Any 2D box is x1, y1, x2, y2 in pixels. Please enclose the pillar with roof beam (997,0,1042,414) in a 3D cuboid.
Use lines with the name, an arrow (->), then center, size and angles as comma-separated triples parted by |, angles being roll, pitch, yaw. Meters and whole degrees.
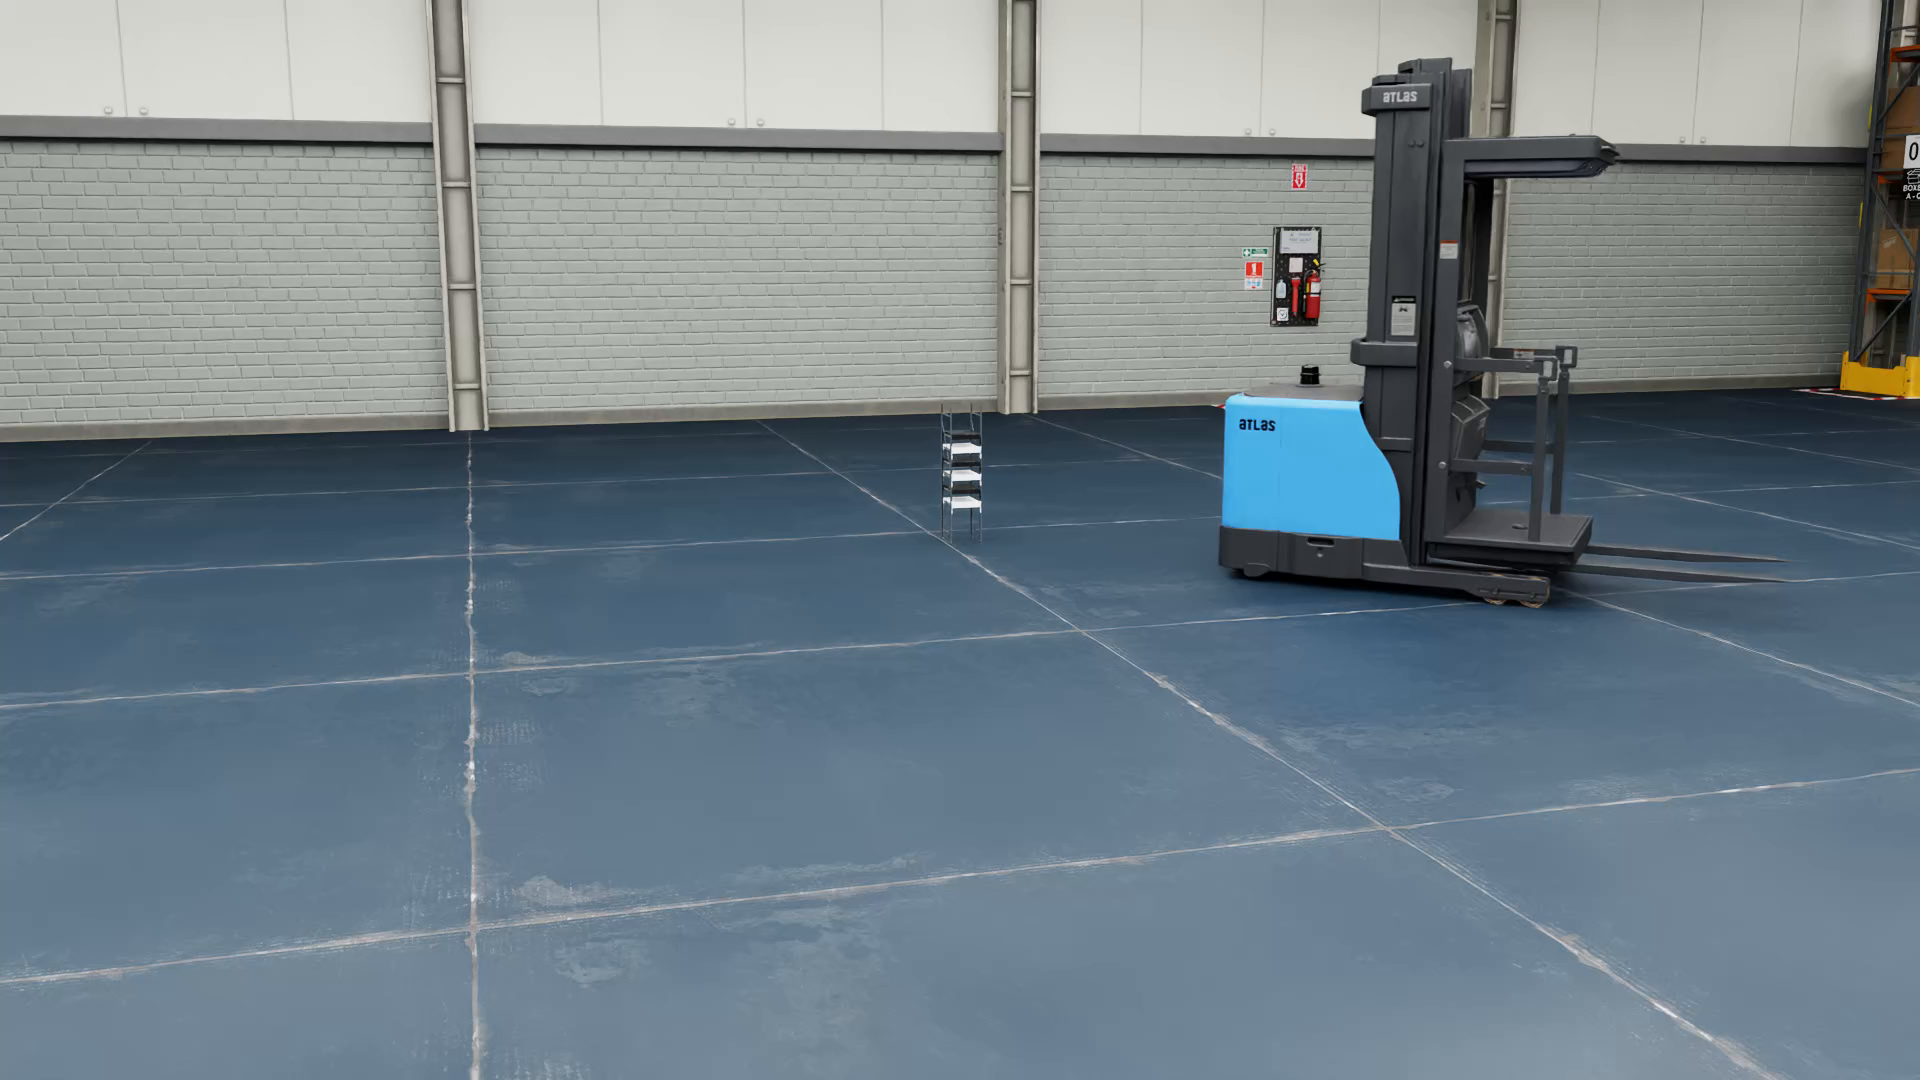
pillar with roof beam -> 1.857, -5.134, 14.081 | 0.400, 9.000, 9.100 | -3, 11, -16

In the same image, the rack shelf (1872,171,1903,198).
rack shelf -> 13.665, -4.576, 21.322 | 4.000, 0.370, 1.077 | -3, 11, -16

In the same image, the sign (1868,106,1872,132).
sign -> 11.609, -5.362, 21.156 | 0.005, 0.325, 0.100 | -3, 11, -16

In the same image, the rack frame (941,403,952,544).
rack frame -> -0.090, -0.438, 10.939 | 0.006, 0.900, 0.240 | -3, 11, -16

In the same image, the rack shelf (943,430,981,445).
rack shelf -> 0.008, -0.676, 10.924 | 0.200, 0.077, 0.258 | -3, 11, -16

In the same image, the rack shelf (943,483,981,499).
rack shelf -> 0.008, -0.322, 10.990 | 0.200, 0.077, 0.258 | -3, 11, -16

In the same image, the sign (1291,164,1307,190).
sign -> 3.996, -4.274, 19.577 | 0.199, 0.298, 0.001 | -3, 11, -16

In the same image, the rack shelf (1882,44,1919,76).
rack shelf -> 13.665, -6.050, 21.051 | 4.000, 0.370, 1.077 | -3, 11, -16

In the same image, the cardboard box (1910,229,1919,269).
cardboard box -> 12.287, -3.630, 20.770 | 0.500, 0.500, 0.500 | -3, 11, -16

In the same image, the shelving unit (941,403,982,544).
shelving unit -> 0.008, -0.443, 10.967 | 0.210, 0.900, 0.258 | -3, 11, -16

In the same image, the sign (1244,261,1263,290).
sign -> 3.471, -3.125, 19.637 | 0.234, 0.329, 0.001 | -3, 11, -16

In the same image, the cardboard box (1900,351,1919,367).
cardboard box -> 12.435, -2.267, 21.287 | 0.500, 0.311, 0.500 | -4, 11, -22

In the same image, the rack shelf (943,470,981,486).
rack shelf -> 0.008, -0.410, 10.973 | 0.200, 0.077, 0.258 | -3, 11, -16

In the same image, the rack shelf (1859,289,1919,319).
rack shelf -> 13.665, -3.101, 21.594 | 4.000, 0.370, 1.077 | -3, 11, -16

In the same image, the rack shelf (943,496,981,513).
rack shelf -> 0.008, -0.233, 11.006 | 0.200, 0.077, 0.258 | -3, 11, -16

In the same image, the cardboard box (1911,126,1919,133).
cardboard box -> 12.136, -4.861, 20.552 | 0.500, 0.500, 0.500 | -3, 11, -14

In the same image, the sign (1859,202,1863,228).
sign -> 11.609, -4.176, 21.375 | 0.005, 0.325, 0.100 | -3, 11, -16

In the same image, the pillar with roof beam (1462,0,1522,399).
pillar with roof beam -> 7.618, -5.438, 15.730 | 0.400, 9.000, 9.100 | -3, 11, -16

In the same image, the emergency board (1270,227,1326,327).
emergency board -> 4.031, -3.117, 19.695 | 0.643, 1.169, 0.194 | -3, 11, -16

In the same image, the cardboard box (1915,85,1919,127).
cardboard box -> 12.183, -5.357, 20.482 | 0.500, 0.500, 0.500 | -4, 11, -20

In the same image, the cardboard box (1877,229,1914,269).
cardboard box -> 12.138, -3.719, 21.253 | 0.500, 0.500, 0.500 | -3, 11, -17

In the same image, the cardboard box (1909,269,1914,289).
cardboard box -> 12.302, -3.259, 20.825 | 0.500, 0.250, 0.500 | -3, 11, -18

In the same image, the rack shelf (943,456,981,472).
rack shelf -> 0.008, -0.499, 10.957 | 0.200, 0.077, 0.258 | -3, 11, -16

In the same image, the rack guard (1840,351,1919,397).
rack guard -> 11.818, -2.128, 21.226 | 0.348, 0.500, 1.175 | -3, 11, -16

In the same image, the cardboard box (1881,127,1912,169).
cardboard box -> 12.075, -4.953, 21.050 | 0.500, 0.500, 0.500 | -2, 11, -12

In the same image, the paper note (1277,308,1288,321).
paper note -> 3.842, -2.687, 19.792 | 0.142, 0.148, 0.016 | -3, 11, -16

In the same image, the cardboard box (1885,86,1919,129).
cardboard box -> 12.086, -5.447, 20.971 | 0.500, 0.500, 0.500 | -3, 11, -13

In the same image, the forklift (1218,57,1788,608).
forklift -> 3.089, -1.182, 9.371 | 3.031, 2.935, 1.130 | 5, 12, 25

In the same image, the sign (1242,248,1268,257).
sign -> 3.478, -3.384, 19.582 | 0.331, 0.109, 0.001 | -3, 11, -16

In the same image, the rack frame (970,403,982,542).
rack frame -> 0.105, -0.448, 10.995 | 0.006, 0.900, 0.240 | -3, 11, -16

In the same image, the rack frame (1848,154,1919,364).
rack frame -> 11.745, -3.354, 20.979 | 0.127, 3.000, 1.000 | -3, 11, -16

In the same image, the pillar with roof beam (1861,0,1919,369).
pillar with roof beam -> 13.379, -5.742, 17.380 | 0.400, 9.000, 9.100 | -3, 11, -16

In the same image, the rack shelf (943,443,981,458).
rack shelf -> 0.008, -0.587, 10.941 | 0.200, 0.077, 0.258 | -3, 11, -16

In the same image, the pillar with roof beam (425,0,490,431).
pillar with roof beam -> -3.904, -4.831, 12.432 | 0.400, 9.000, 9.100 | -3, 11, -16

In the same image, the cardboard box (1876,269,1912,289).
cardboard box -> 12.140, -3.347, 21.302 | 0.500, 0.250, 0.500 | -3, 11, -15

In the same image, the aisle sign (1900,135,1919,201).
aisle sign -> 11.760, -4.576, 20.440 | 0.004, 0.787, 0.394 | -3, 11, -16

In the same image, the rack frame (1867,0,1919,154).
rack frame -> 11.745, -6.304, 20.435 | 0.127, 3.000, 1.000 | -3, 11, -16
